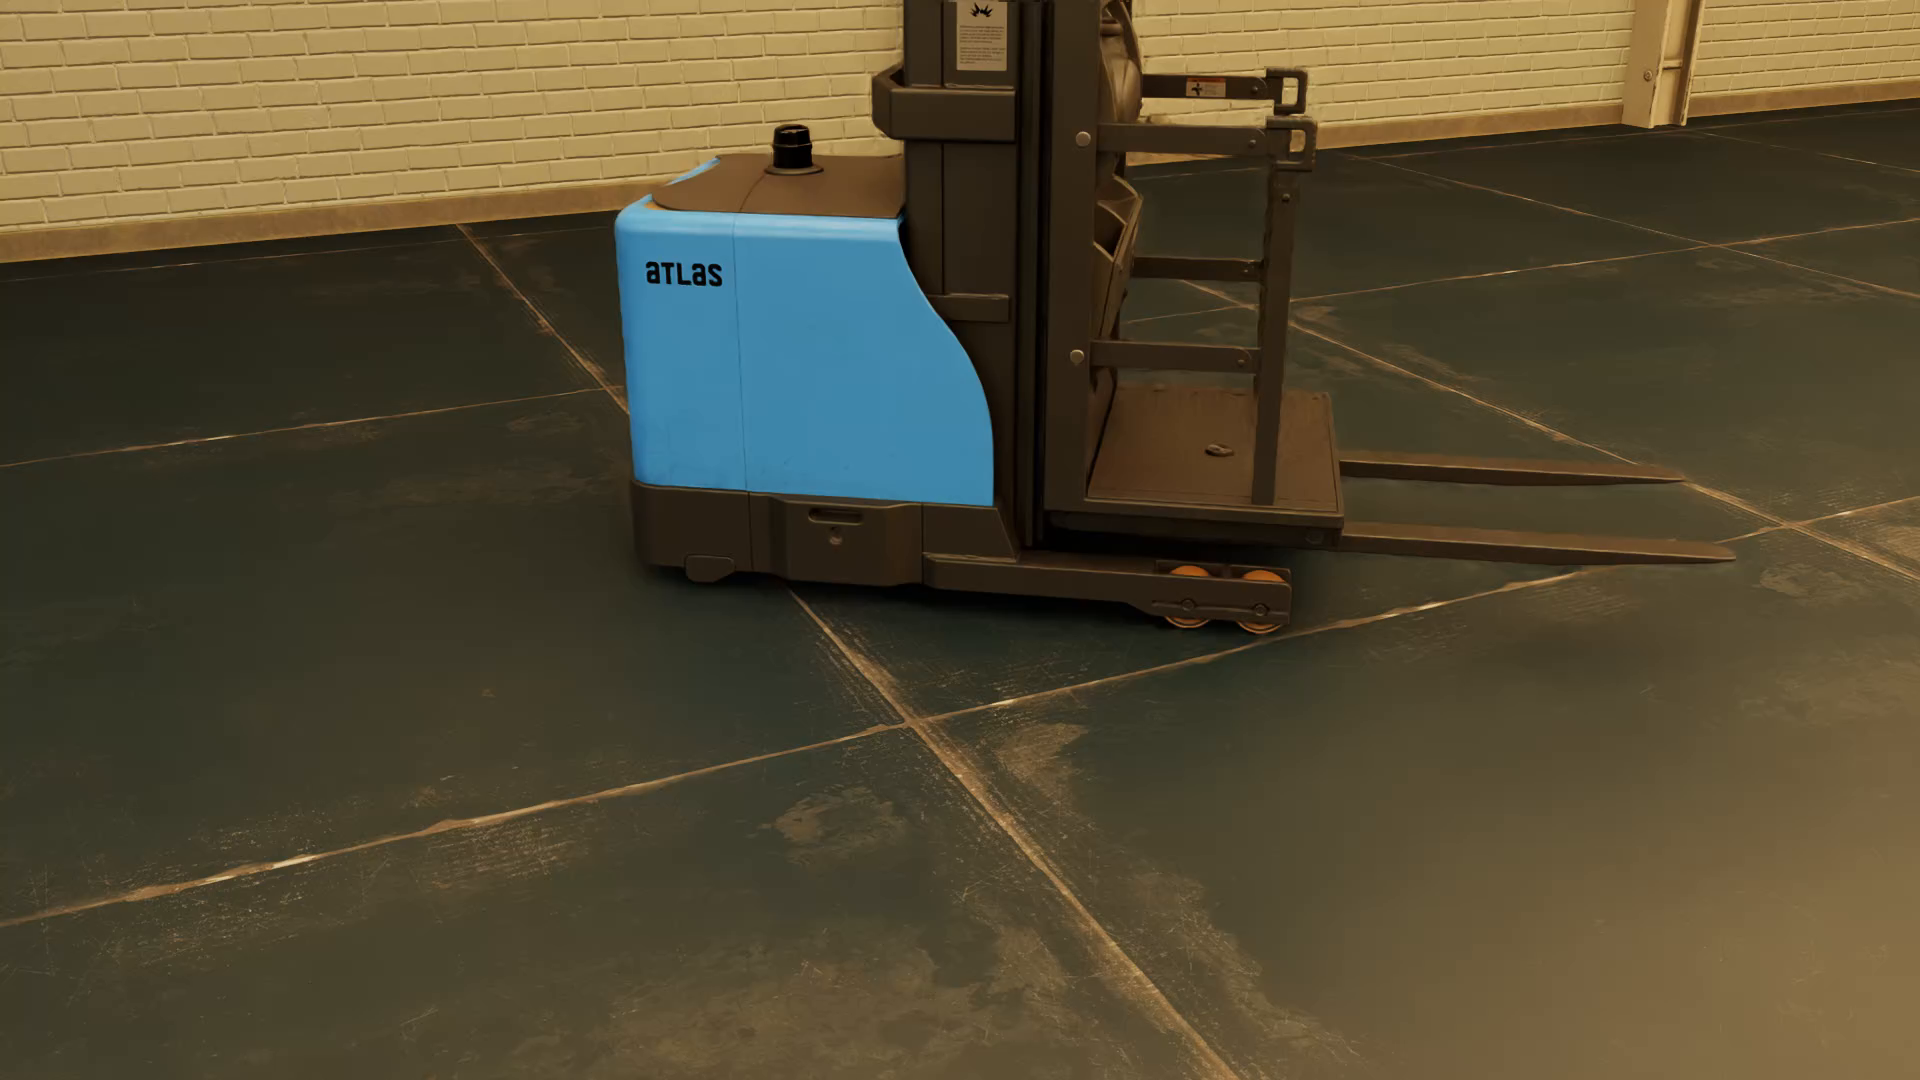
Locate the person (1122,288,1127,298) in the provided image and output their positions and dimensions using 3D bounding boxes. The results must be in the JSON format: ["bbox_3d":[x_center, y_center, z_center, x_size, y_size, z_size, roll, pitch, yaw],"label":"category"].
[{"bbox_3d":[0.610,-2.002,7.682,0.364,1.725,0.536,0,23,1],"label":"person"}]

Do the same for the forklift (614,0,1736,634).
[{"bbox_3d":[0.621,-1.321,4.466,3.031,2.935,1.130,4,23,9],"label":"forklift"}]
